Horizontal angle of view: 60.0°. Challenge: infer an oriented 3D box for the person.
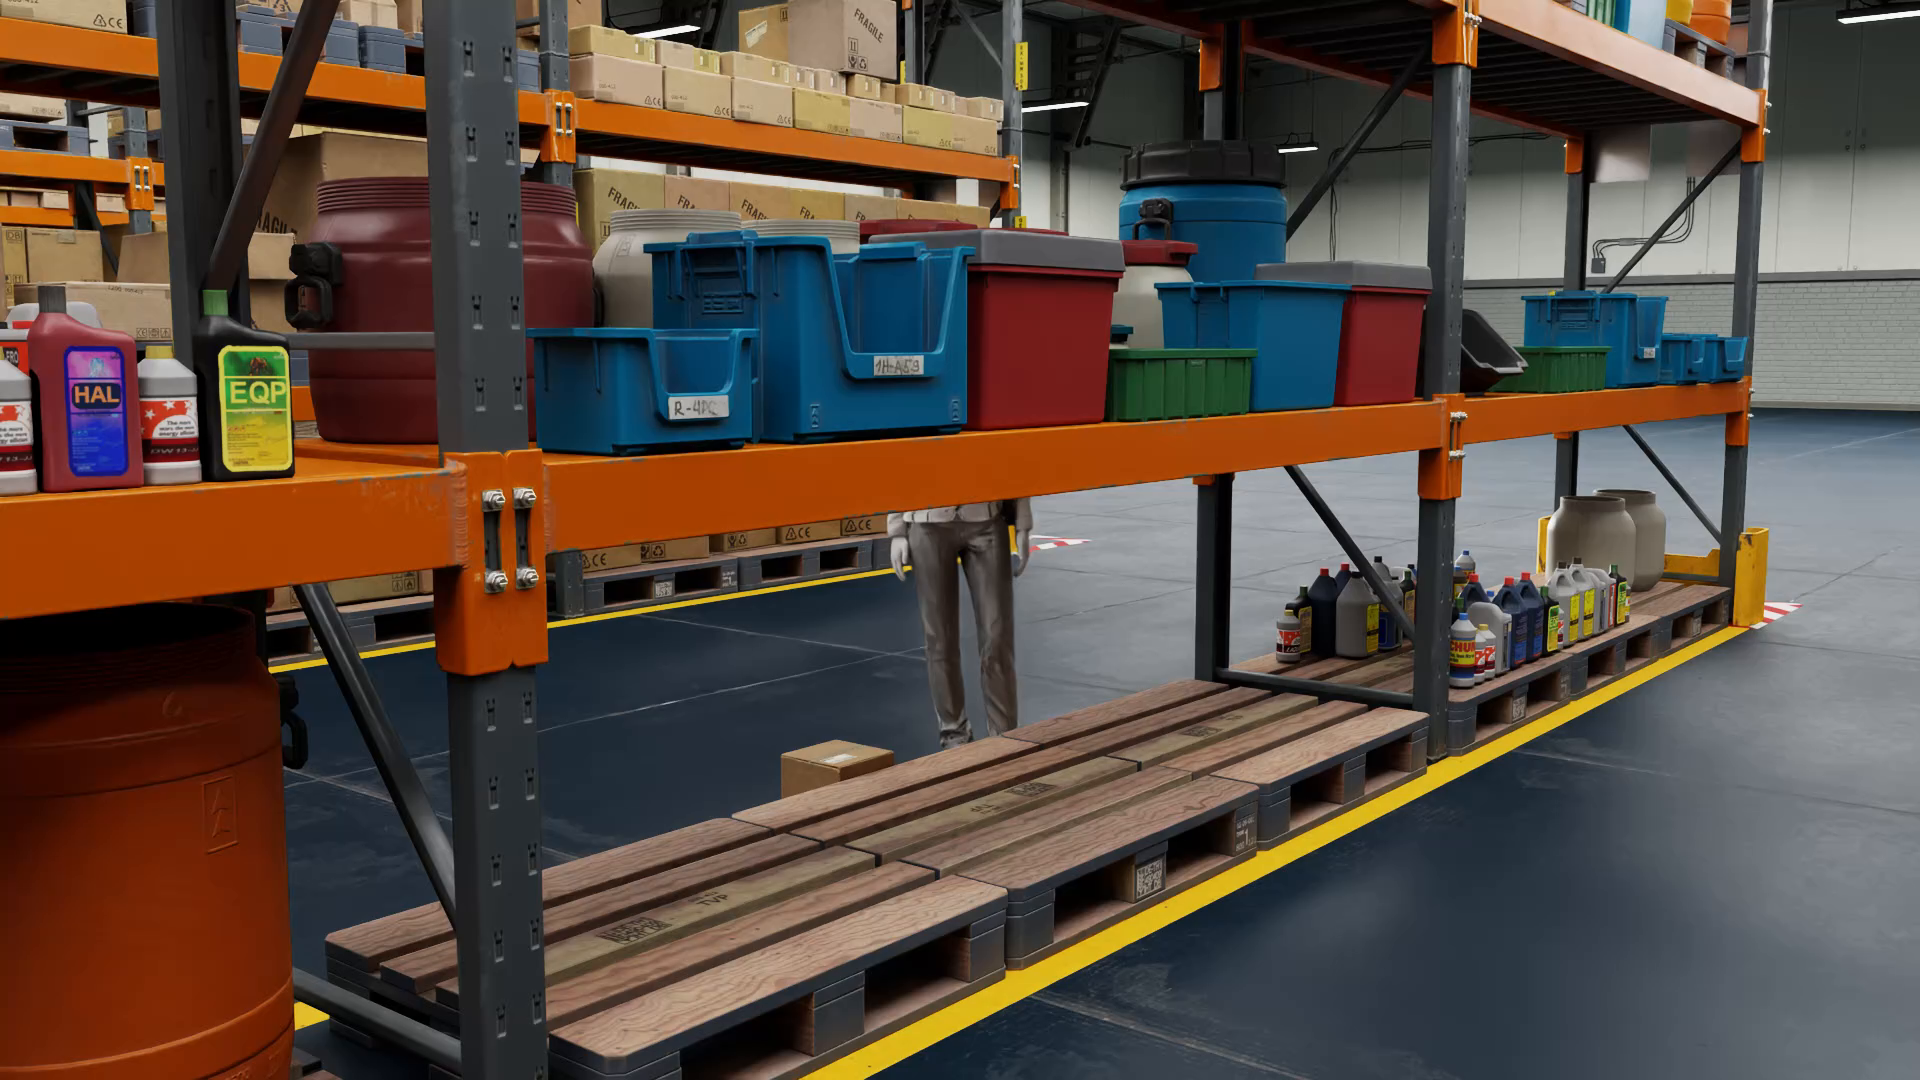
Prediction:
[{"bbox_3d":[0.011,0.010,5.741,0.531,1.732,0.435,0,7,-2],"label":"person"}]
